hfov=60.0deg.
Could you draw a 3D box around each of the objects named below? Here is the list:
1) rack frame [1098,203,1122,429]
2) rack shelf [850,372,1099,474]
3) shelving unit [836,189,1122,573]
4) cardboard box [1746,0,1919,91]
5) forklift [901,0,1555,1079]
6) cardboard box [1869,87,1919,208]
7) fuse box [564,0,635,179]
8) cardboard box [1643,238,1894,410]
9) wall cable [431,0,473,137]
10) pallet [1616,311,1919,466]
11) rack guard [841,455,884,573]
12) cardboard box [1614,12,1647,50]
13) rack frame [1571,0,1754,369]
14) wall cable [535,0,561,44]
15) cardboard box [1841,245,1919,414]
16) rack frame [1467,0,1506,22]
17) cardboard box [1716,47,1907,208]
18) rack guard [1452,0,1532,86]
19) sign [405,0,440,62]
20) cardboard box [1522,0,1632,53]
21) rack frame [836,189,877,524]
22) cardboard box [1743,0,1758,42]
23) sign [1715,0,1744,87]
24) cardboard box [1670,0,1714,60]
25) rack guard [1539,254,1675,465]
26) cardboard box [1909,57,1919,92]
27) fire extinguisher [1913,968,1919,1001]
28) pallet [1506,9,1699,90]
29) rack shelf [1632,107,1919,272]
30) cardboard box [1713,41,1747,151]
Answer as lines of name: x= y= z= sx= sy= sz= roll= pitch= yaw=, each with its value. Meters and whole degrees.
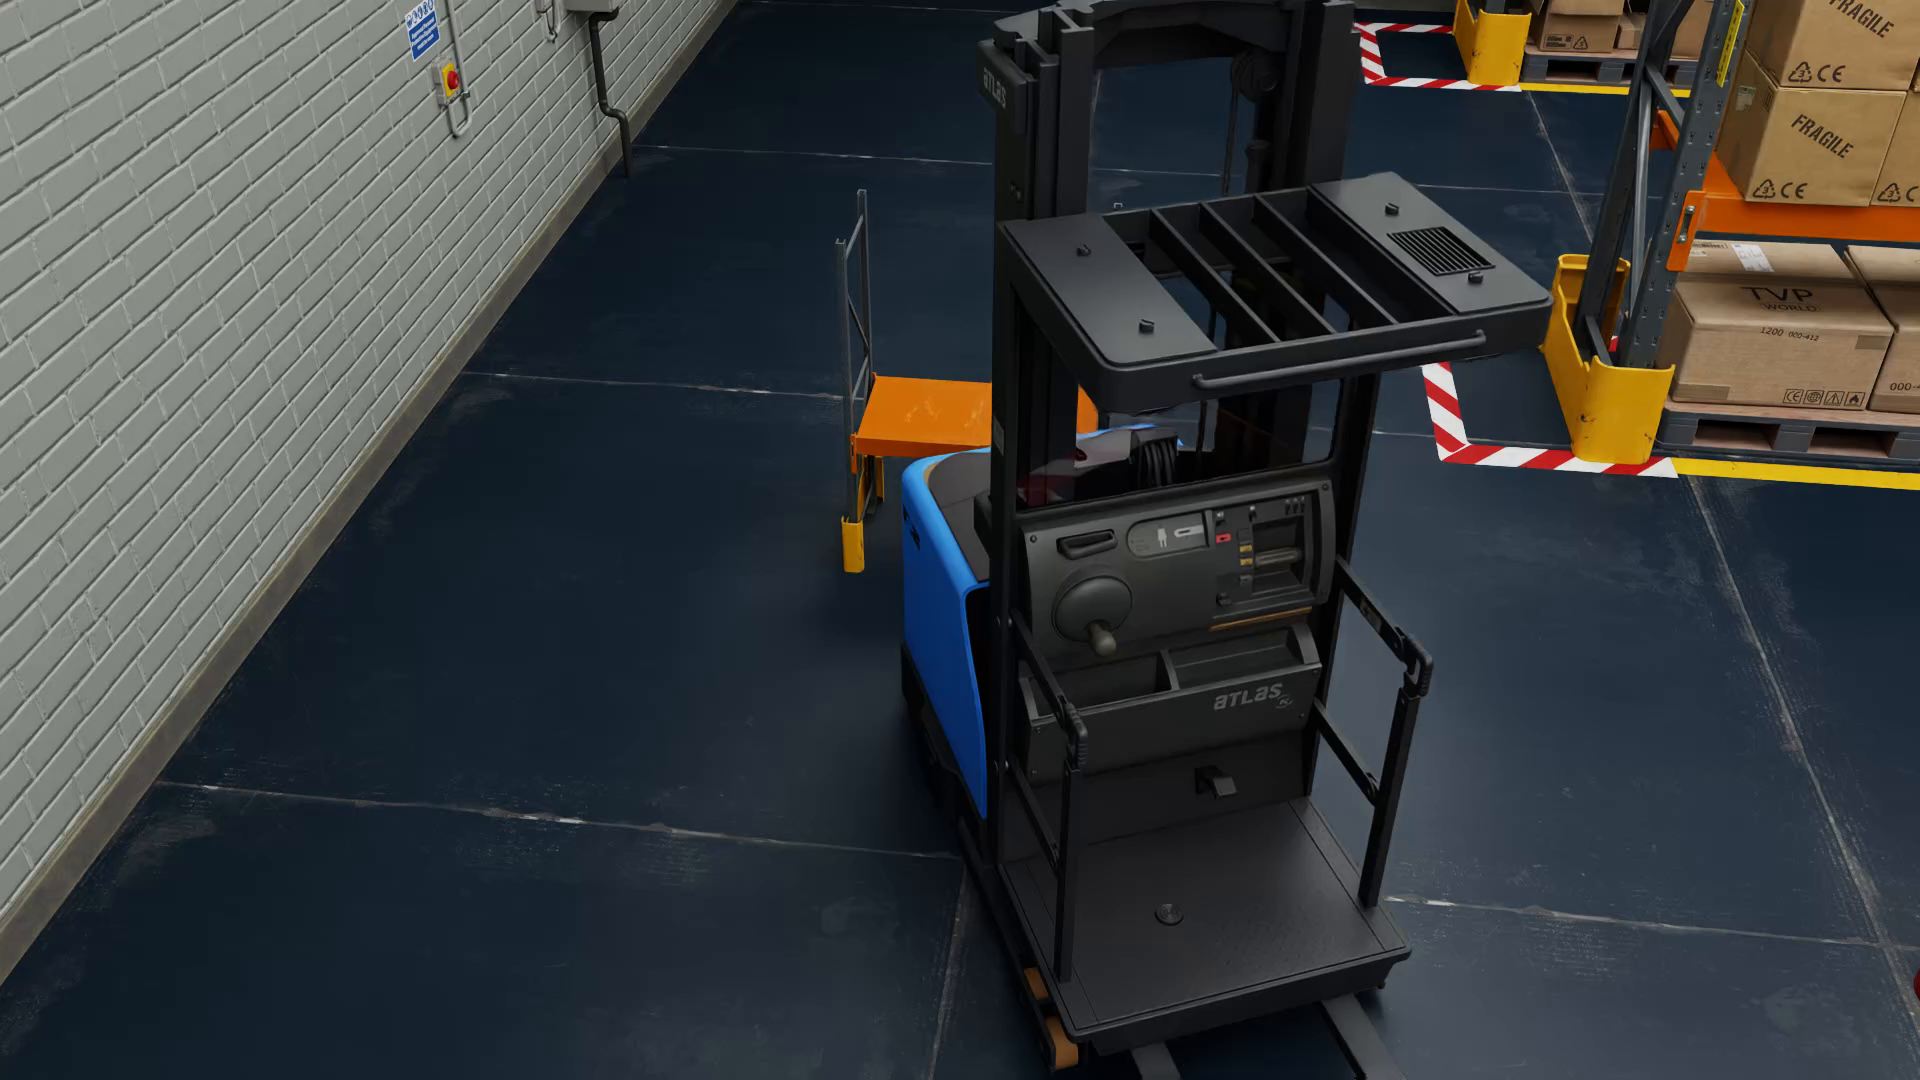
rack frame: x=0.589 y=-0.567 z=6.753 sx=0.032 sy=1.500 sz=0.500 roll=4 pitch=36 yaw=6
rack shelf: x=0.085 y=-0.458 z=6.910 sx=1.000 sy=0.185 sz=0.538 roll=4 pitch=36 yaw=6
shelving unit: x=0.076 y=-0.605 z=6.806 sx=1.083 sy=1.500 sz=0.587 roll=4 pitch=36 yaw=6
cardboard box: x=3.582 y=-2.161 z=6.749 sx=0.500 sy=0.500 sz=0.500 roll=4 pitch=36 yaw=5
forklift: x=0.693 y=0.140 z=4.531 sx=1.130 sy=2.935 sz=3.031 roll=-10 pitch=37 yaw=-14
cardboard box: x=4.087 y=-1.731 z=7.008 sx=0.500 sy=0.500 sz=0.500 roll=4 pitch=36 yaw=5
fuse box: x=-2.041 y=-2.992 z=9.969 sx=0.414 sy=1.711 sz=0.539 roll=4 pitch=36 yaw=6
cardboard box: x=3.810 y=-1.050 z=7.983 sx=0.875 sy=0.438 sz=0.875 roll=3 pitch=36 yaw=4
wall cable: x=-2.453 y=-2.743 z=7.610 sx=0.123 sy=1.953 sz=0.585 roll=4 pitch=36 yaw=6
pallet: x=3.946 y=-0.764 z=8.138 sx=1.213 sy=0.211 sz=1.003 roll=4 pitch=36 yaw=6
rack guard: x=-0.418 y=-0.133 z=7.221 sx=0.087 sy=0.250 sz=0.587 roll=4 pitch=36 yaw=6
cardboard box: x=4.782 y=-3.630 z=11.847 sx=0.250 sy=0.149 sz=0.380 roll=3 pitch=36 yaw=4
rack frame: x=3.143 y=-1.913 z=7.348 sx=0.127 sy=3.000 sz=1.000 roll=4 pitch=36 yaw=6
wall cable: x=-2.284 y=-3.548 z=8.765 sx=0.122 sy=1.984 sz=0.588 roll=4 pitch=36 yaw=6
cardboard box: x=4.719 y=-0.987 z=7.895 sx=0.875 sy=0.438 sz=0.875 roll=5 pitch=36 yaw=7
rack frame: x=3.771 y=-4.773 z=11.356 sx=0.127 sy=3.000 sz=1.000 roll=4 pitch=36 yaw=6
cardboard box: x=3.582 y=-1.753 z=7.037 sx=0.500 sy=0.500 sz=0.500 roll=4 pitch=36 yaw=6
rack guard: x=3.847 y=-3.750 z=12.074 sx=0.348 sy=0.500 sz=1.175 roll=4 pitch=36 yaw=6
sign: x=-2.520 y=-2.403 z=7.803 sx=0.001 sy=0.218 sz=0.327 roll=4 pitch=36 yaw=6
cardboard box: x=4.366 y=-3.828 z=11.819 sx=0.637 sy=0.503 sz=0.797 roll=3 pitch=36 yaw=4
rack frame: x=-0.420 y=-0.642 z=6.858 sx=0.032 sy=1.500 sz=0.500 roll=4 pitch=36 yaw=6
cardboard box: x=3.651 y=-2.462 z=7.171 sx=0.500 sy=0.500 sz=0.500 roll=5 pitch=36 yaw=8
sign: x=3.066 y=-1.978 z=6.626 sx=0.005 sy=0.325 sz=0.100 roll=4 pitch=36 yaw=6
cardboard box: x=5.209 y=-3.741 z=11.700 sx=0.500 sy=0.500 sz=0.700 roll=6 pitch=36 yaw=8
rack guard: x=3.119 y=-0.897 z=8.077 sx=0.348 sy=0.500 sz=1.175 roll=4 pitch=36 yaw=6
cardboard box: x=4.096 y=-2.127 z=6.701 sx=0.500 sy=0.500 sz=0.500 roll=3 pitch=36 yaw=5
fire extinguisher: x=2.421 y=0.846 z=3.871 sx=0.183 sy=0.674 sz=0.296 roll=4 pitch=36 yaw=6
pallet: x=4.637 y=-3.574 z=12.076 sx=1.213 sy=0.211 sz=1.003 roll=4 pitch=36 yaw=6
rack shelf: x=5.126 y=-1.472 z=7.350 sx=4.000 sy=0.370 sz=1.077 roll=4 pitch=36 yaw=6
cardboard box: x=3.655 y=-2.070 z=7.483 sx=0.500 sy=0.500 sz=0.500 roll=4 pitch=36 yaw=6
